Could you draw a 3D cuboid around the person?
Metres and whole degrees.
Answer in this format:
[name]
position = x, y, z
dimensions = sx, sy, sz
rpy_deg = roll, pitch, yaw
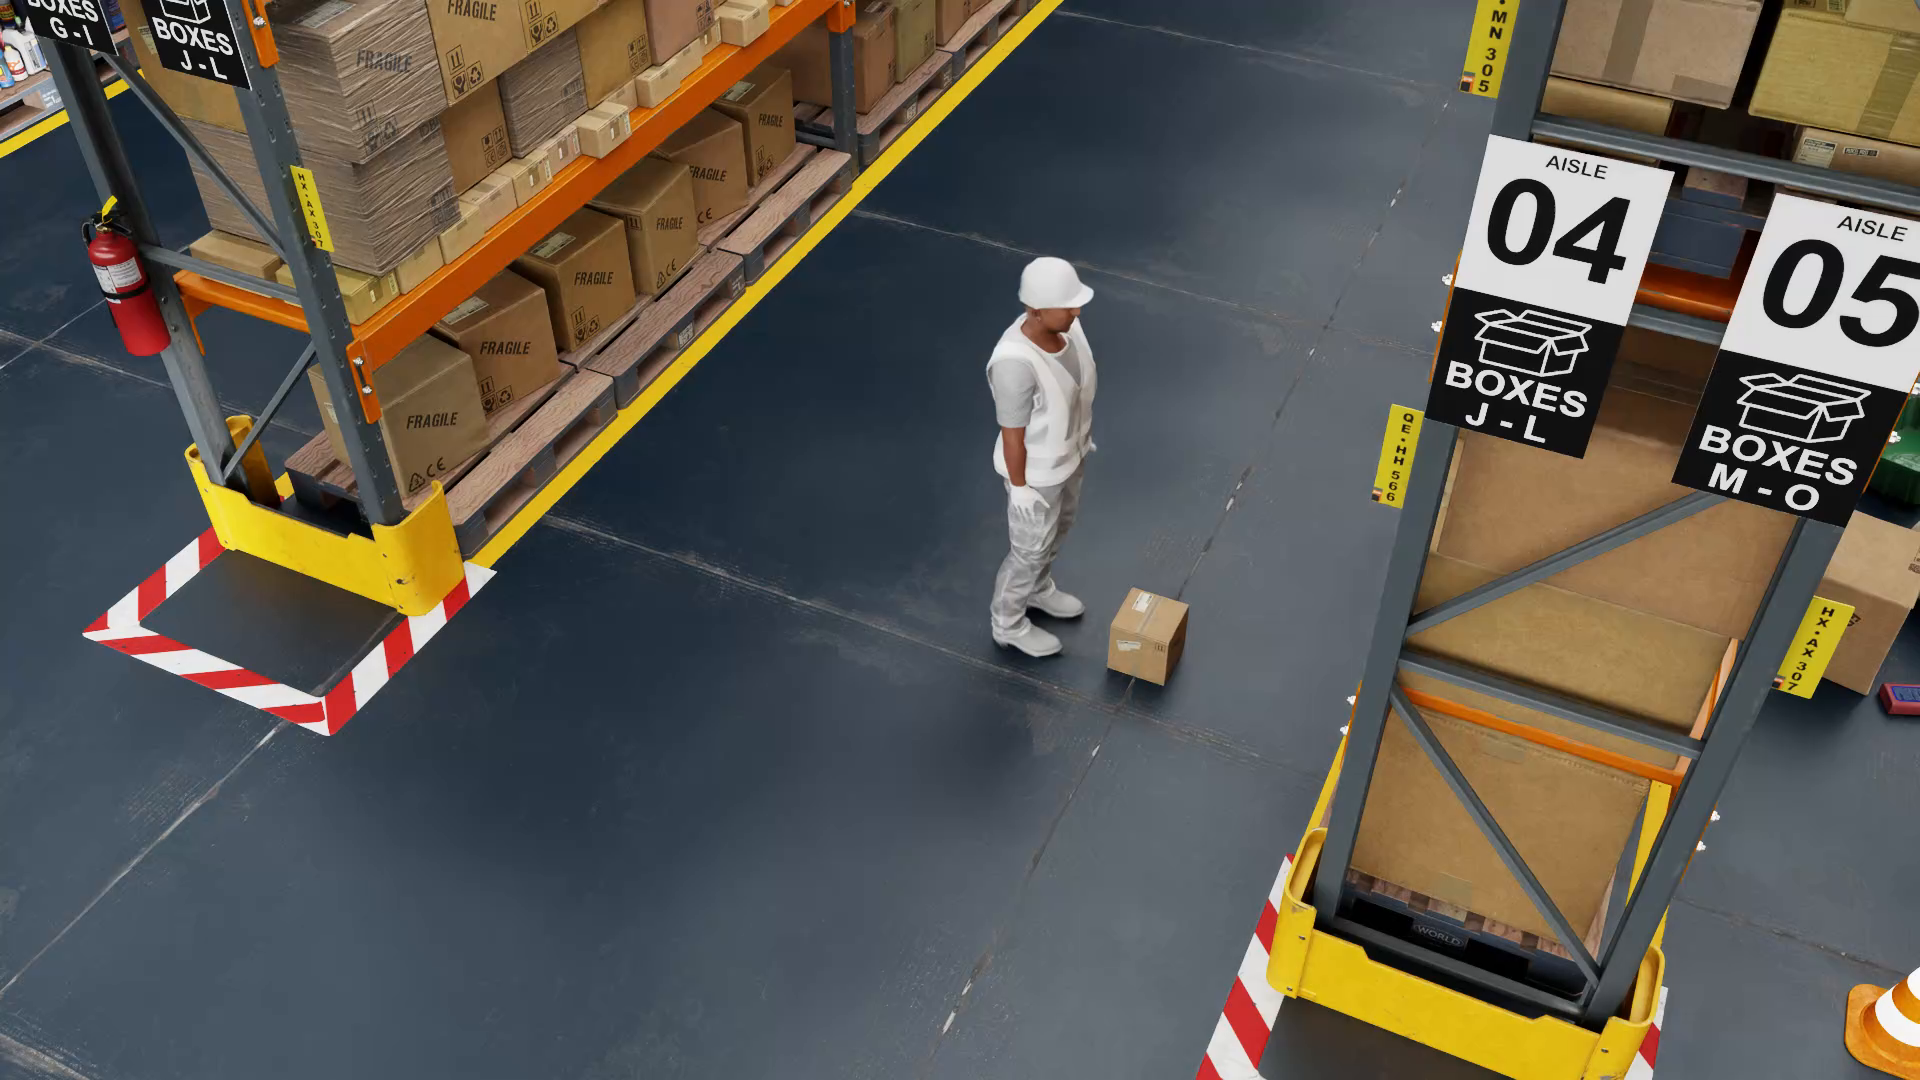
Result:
[person]
position = 0.328, -0.327, 6.515
dimensions = 0.356, 1.778, 0.546
rpy_deg = 18, 45, 19
